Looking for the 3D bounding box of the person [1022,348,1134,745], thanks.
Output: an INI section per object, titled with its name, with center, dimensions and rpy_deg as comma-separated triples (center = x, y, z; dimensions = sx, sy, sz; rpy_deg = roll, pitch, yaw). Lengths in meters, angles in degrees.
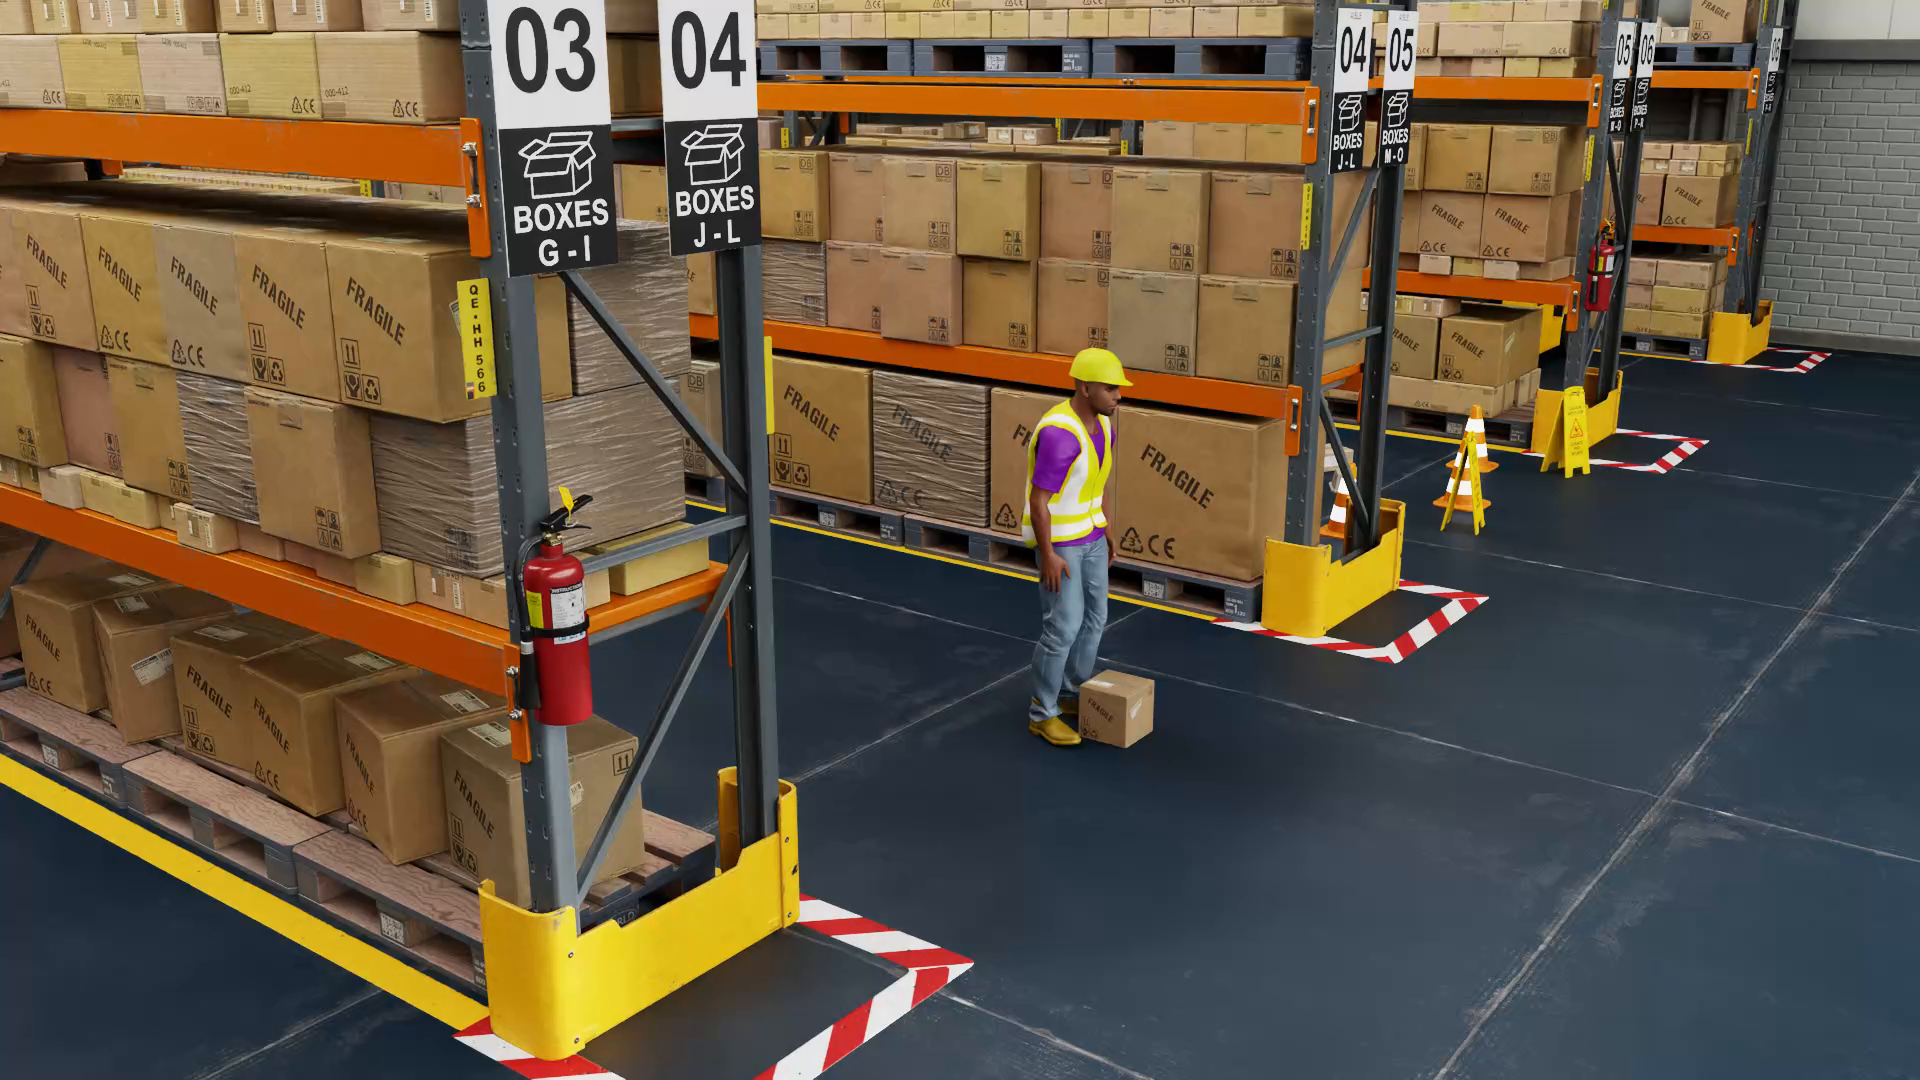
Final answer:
[person]
center = 0.529, 0.008, 7.487
dimensions = 0.462, 1.755, 0.632
rpy_deg = 10, 19, 32
